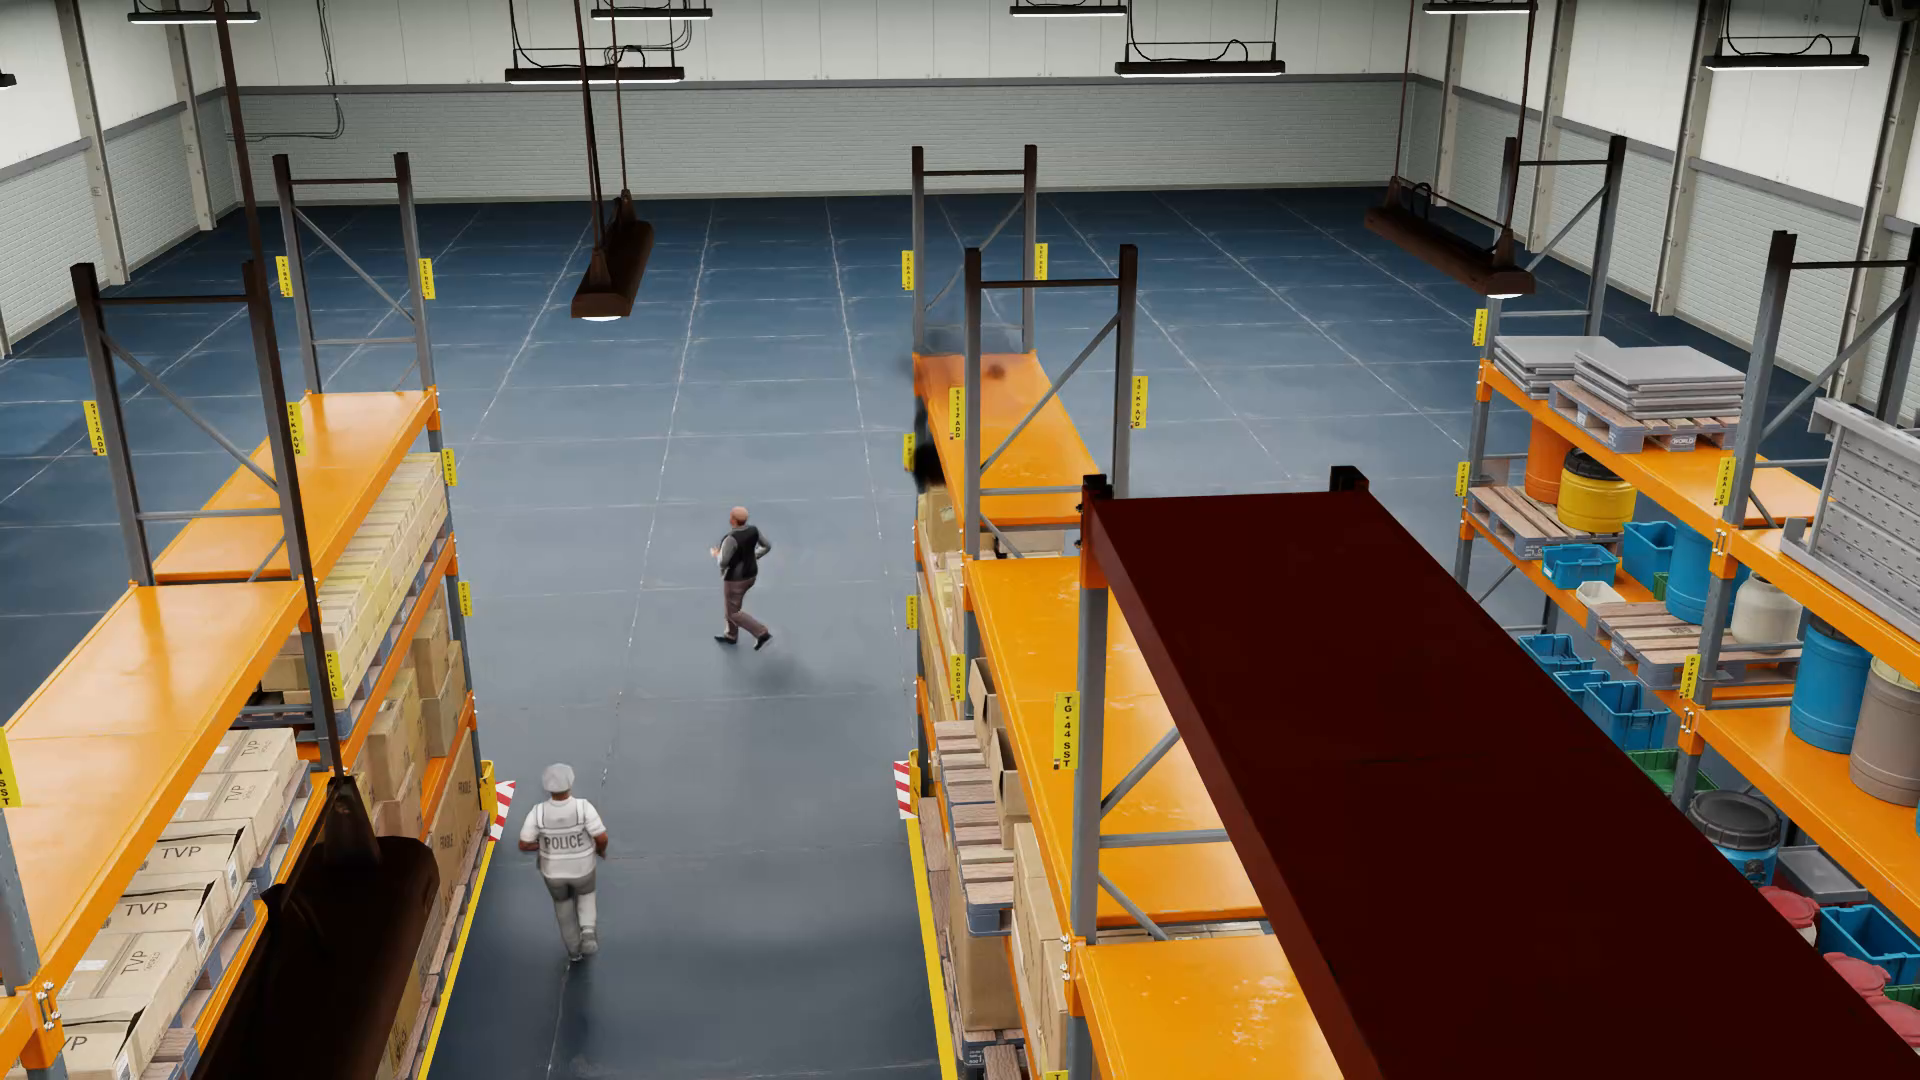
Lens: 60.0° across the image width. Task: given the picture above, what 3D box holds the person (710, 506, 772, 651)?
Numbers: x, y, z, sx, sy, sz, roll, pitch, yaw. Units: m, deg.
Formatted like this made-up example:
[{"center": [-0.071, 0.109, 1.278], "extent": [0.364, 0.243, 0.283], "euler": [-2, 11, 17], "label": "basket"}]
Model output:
[{"center": [-2.404, 0.423, 18.257], "extent": [0.896, 1.698, 0.668], "euler": [13, 25, 29], "label": "person"}]

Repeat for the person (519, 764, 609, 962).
[{"center": [-3.059, 2.514, 12.951], "extent": [0.678, 1.725, 0.591], "euler": [-4, 22, -9], "label": "person"}]
